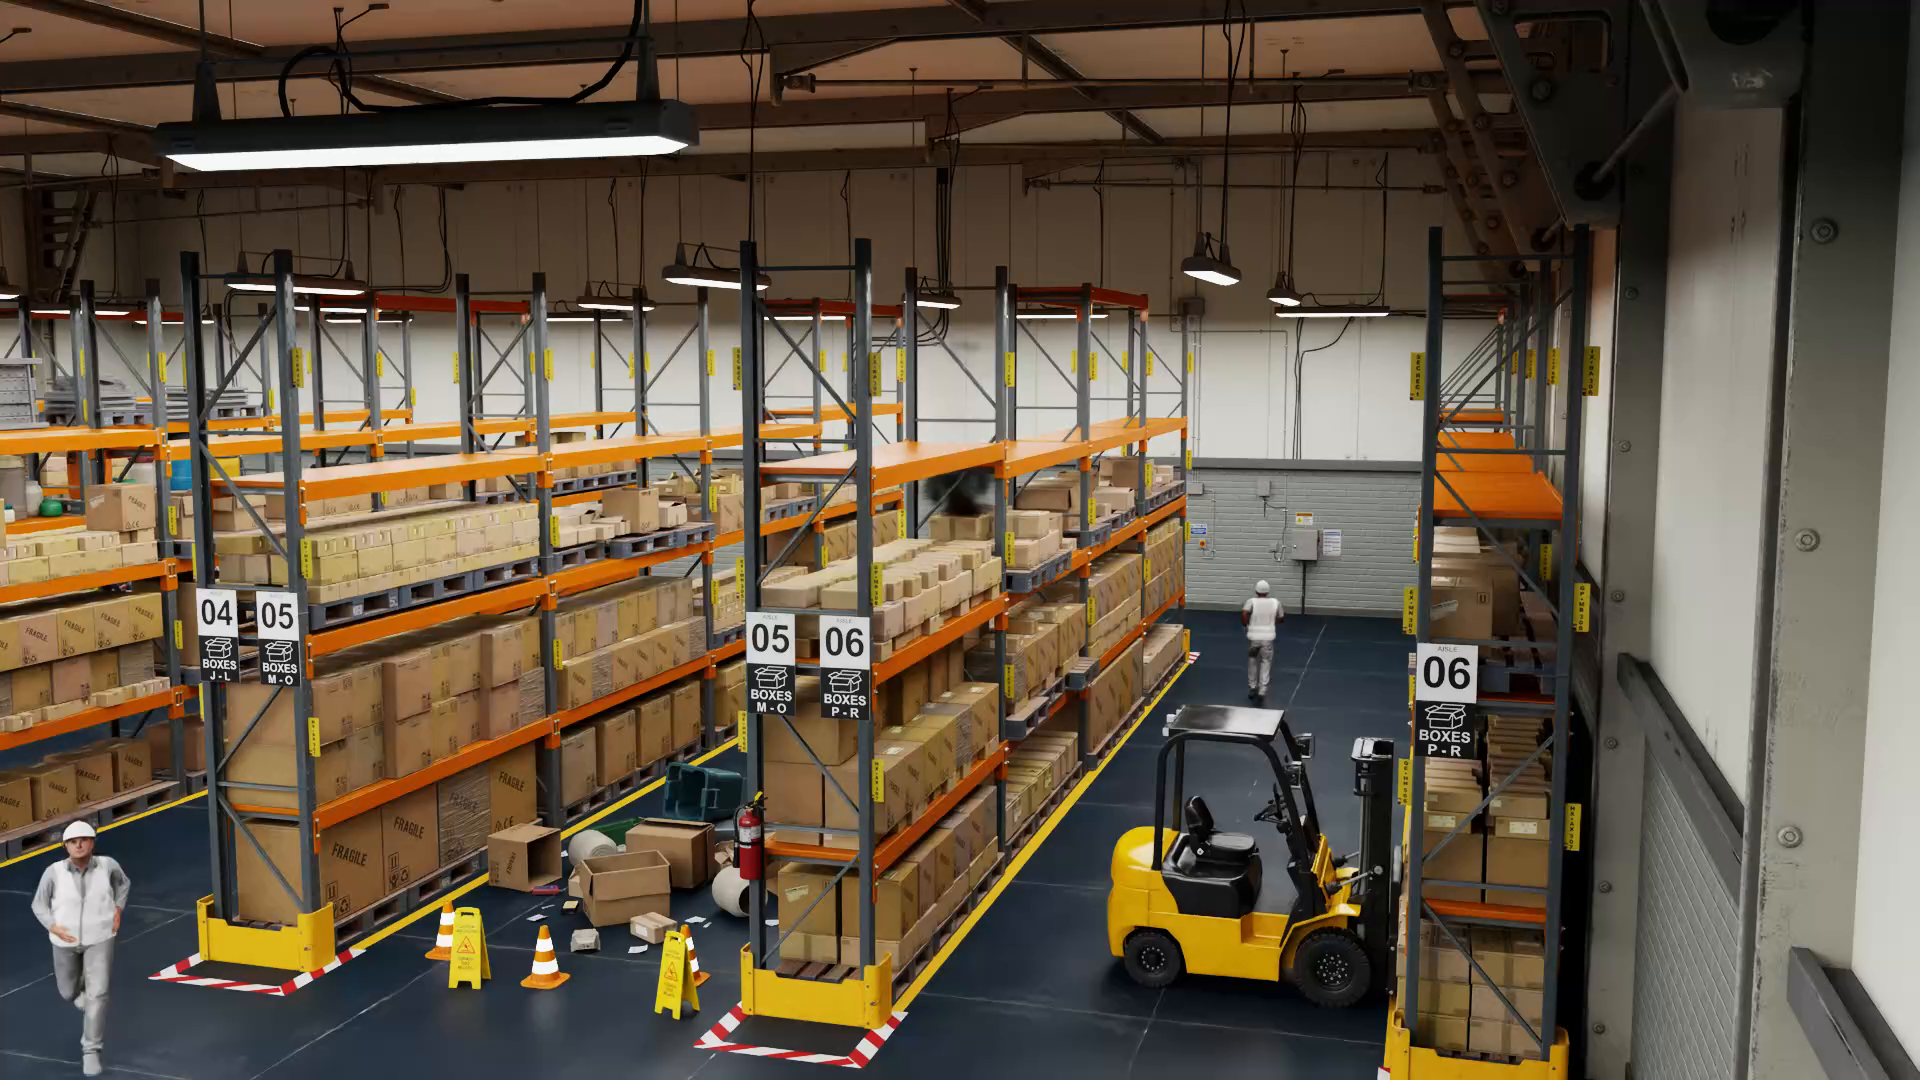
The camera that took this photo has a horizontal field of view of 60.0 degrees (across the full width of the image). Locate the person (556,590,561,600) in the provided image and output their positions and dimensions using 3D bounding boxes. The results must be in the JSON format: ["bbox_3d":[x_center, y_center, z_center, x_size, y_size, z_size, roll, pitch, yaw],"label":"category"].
[{"bbox_3d":[-6.103,1.511,25.145,0.562,1.719,0.824,2,7,16],"label":"person"}]

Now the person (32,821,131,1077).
[{"bbox_3d":[-6.492,2.944,12.310,0.634,1.767,1.078,-3,7,-21],"label":"person"}]

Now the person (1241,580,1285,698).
[{"bbox_3d":[4.513,1.526,24.799,0.651,1.837,0.852,1,6,10],"label":"person"}]
